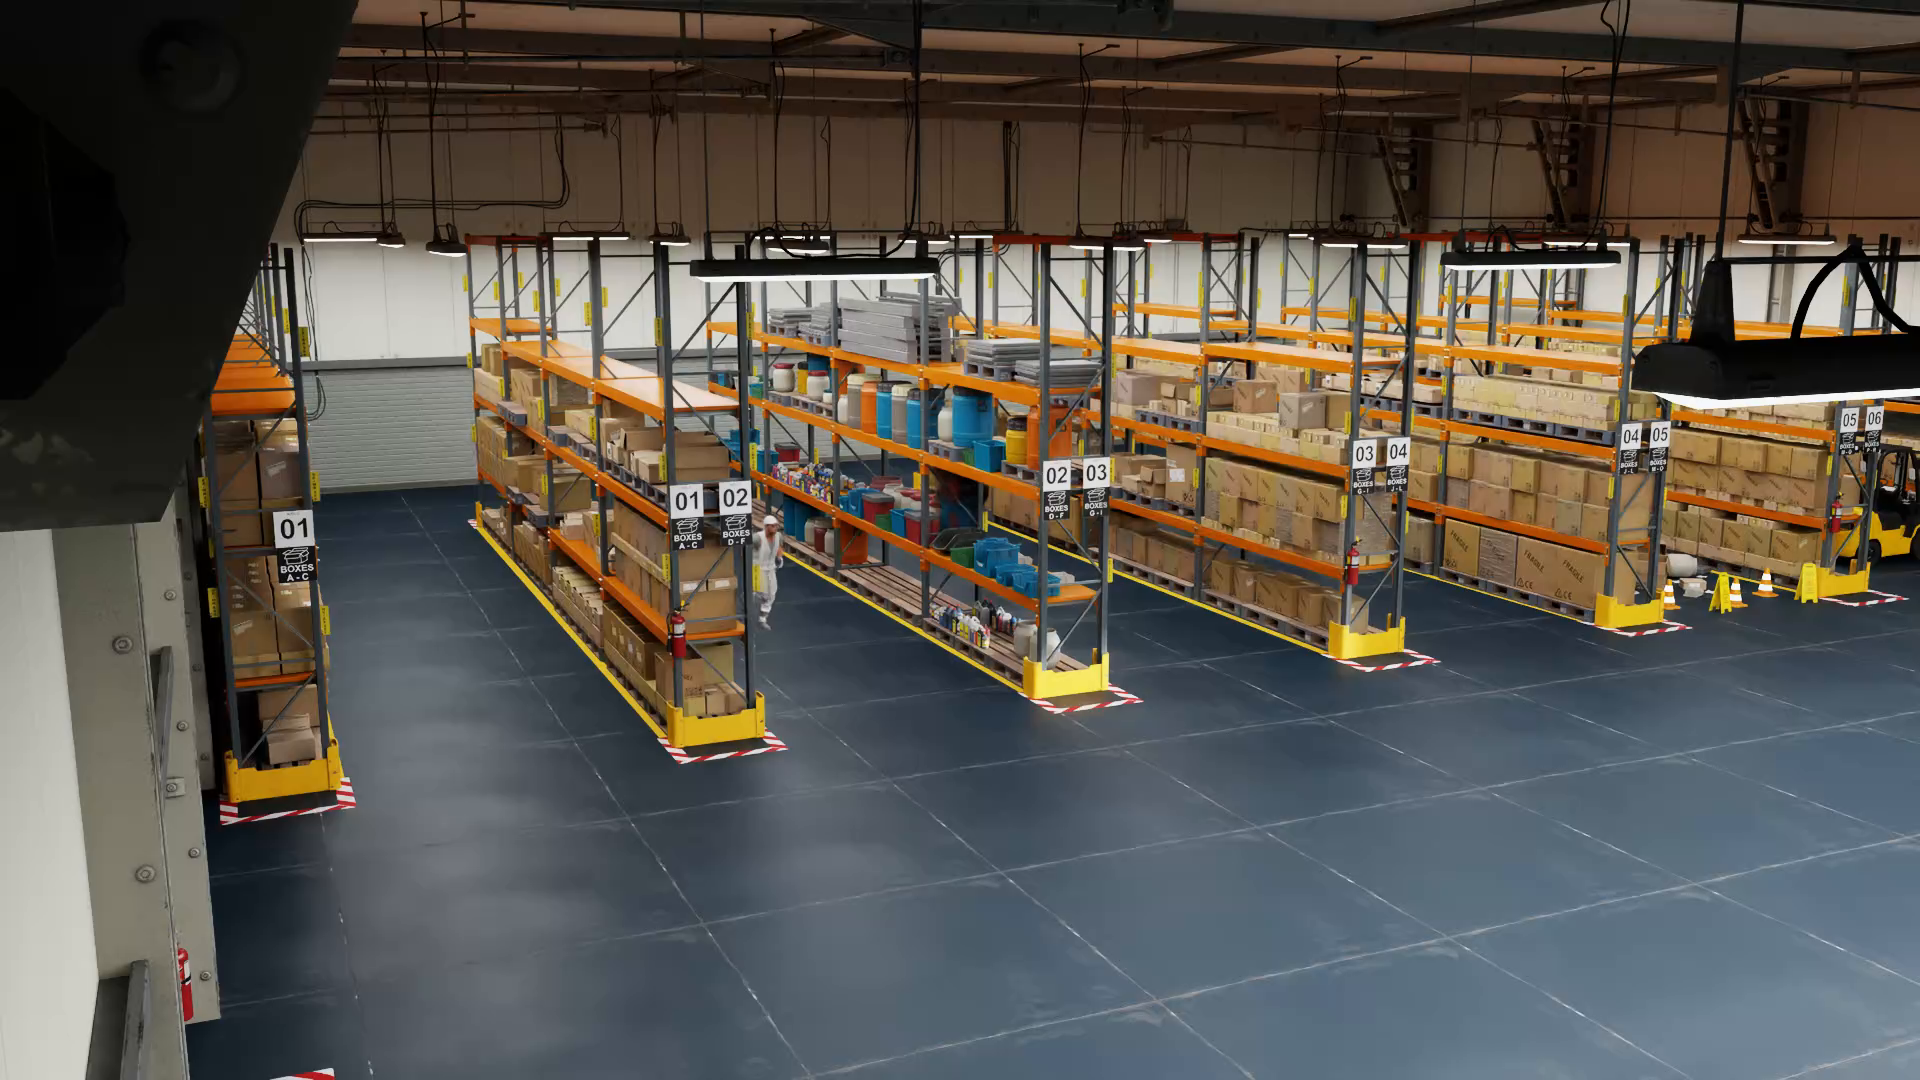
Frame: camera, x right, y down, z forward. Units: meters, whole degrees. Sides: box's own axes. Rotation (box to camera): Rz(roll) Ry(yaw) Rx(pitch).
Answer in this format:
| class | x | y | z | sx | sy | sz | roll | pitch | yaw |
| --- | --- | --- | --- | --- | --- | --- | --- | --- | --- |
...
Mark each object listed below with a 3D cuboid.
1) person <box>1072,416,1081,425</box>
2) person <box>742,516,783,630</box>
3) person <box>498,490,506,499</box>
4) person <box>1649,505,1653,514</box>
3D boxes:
| class | x | y | z | sx | sy | sz | roll | pitch | yaw |
| --- | --- | --- | --- | --- | --- | --- | --- | --- | --- |
| person | 2.773 | -2.717 | 42.473 | 0.667 | 1.793 | 0.836 | 4 | 12 | 20 |
| person | -2.930 | 0.461 | 24.772 | 0.654 | 1.732 | 0.741 | -10 | 15 | -43 |
| person | -10.312 | -1.723 | 37.486 | 0.685 | 1.783 | 0.689 | 8 | 13 | 35 |
| person | 14.628 | -1.164 | 34.944 | 0.575 | 1.617 | 0.720 | -8 | 13 | -34 |
